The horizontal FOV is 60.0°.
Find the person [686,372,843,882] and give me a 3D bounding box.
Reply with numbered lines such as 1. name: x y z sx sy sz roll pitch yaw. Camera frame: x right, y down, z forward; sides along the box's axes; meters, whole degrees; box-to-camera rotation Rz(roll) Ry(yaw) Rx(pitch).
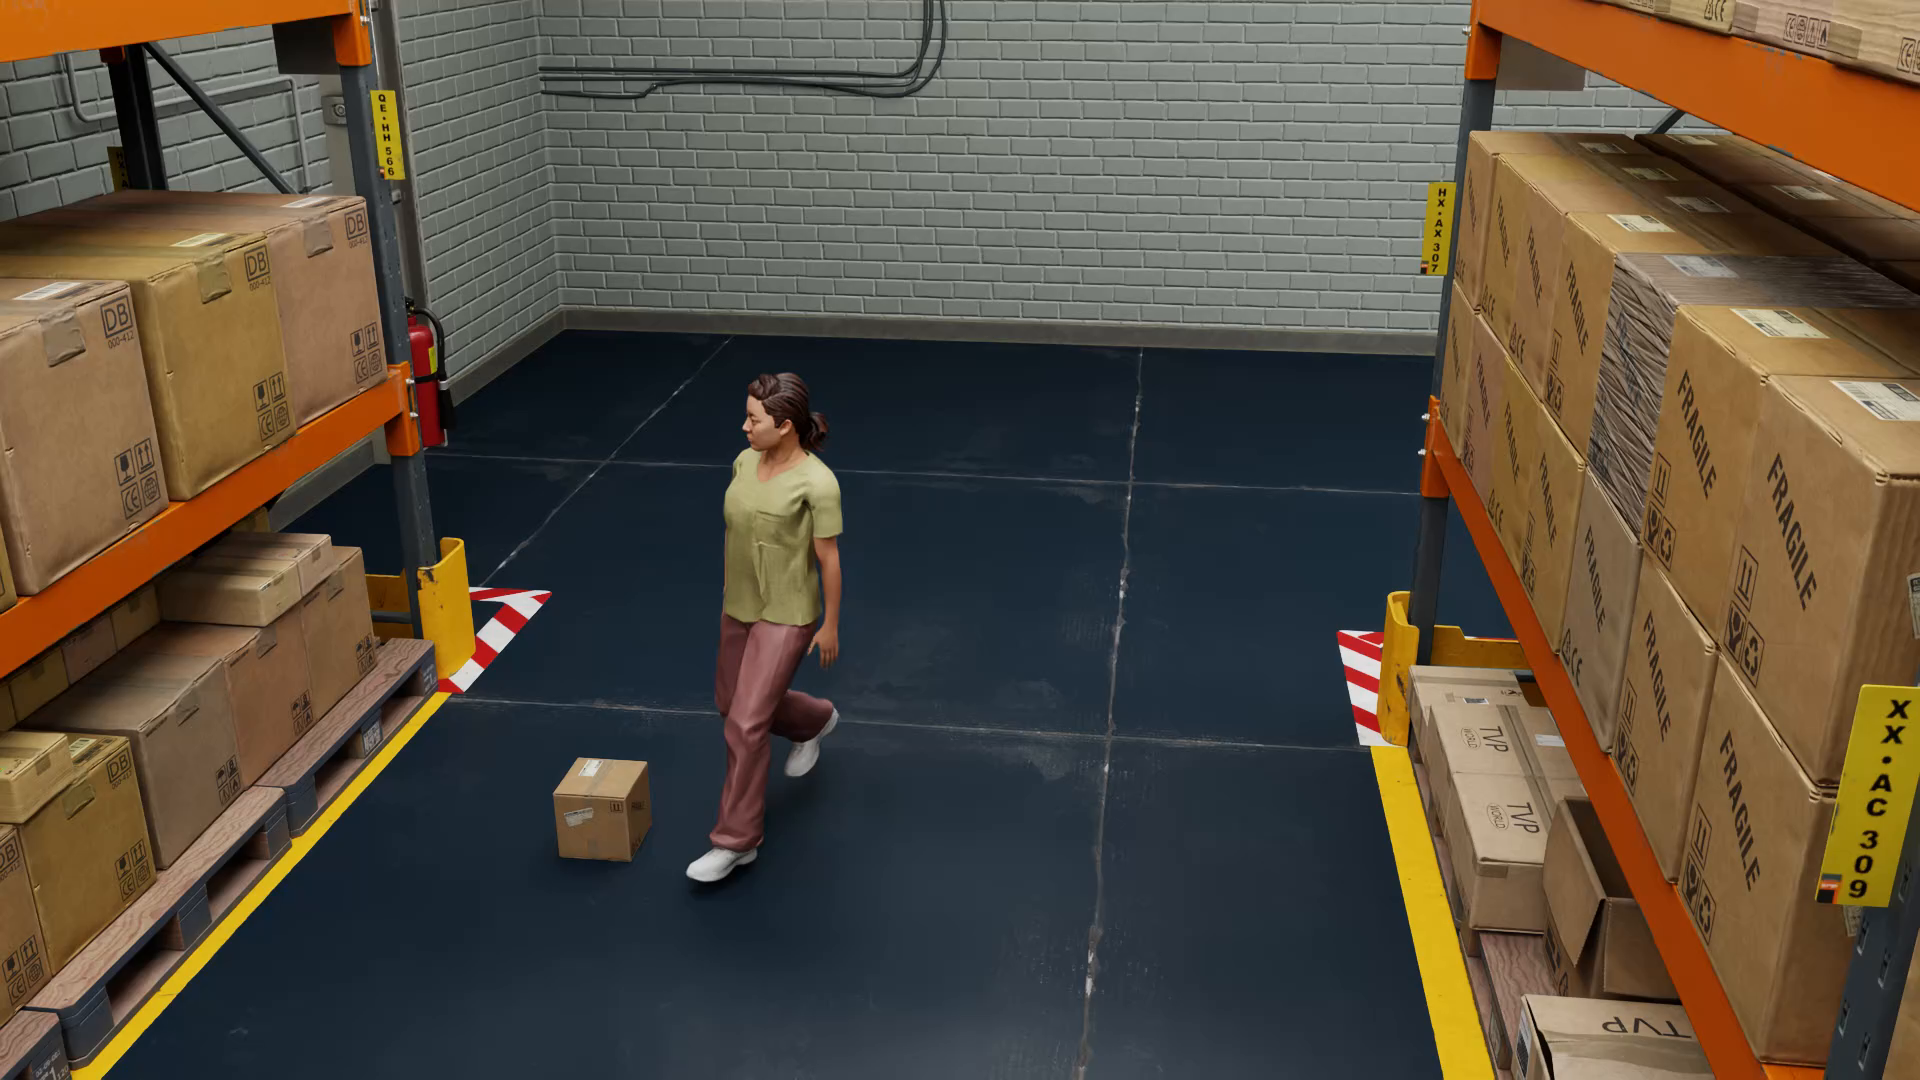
1. person: -0.648 0.242 5.492 0.461 1.616 0.920 16 27 36
